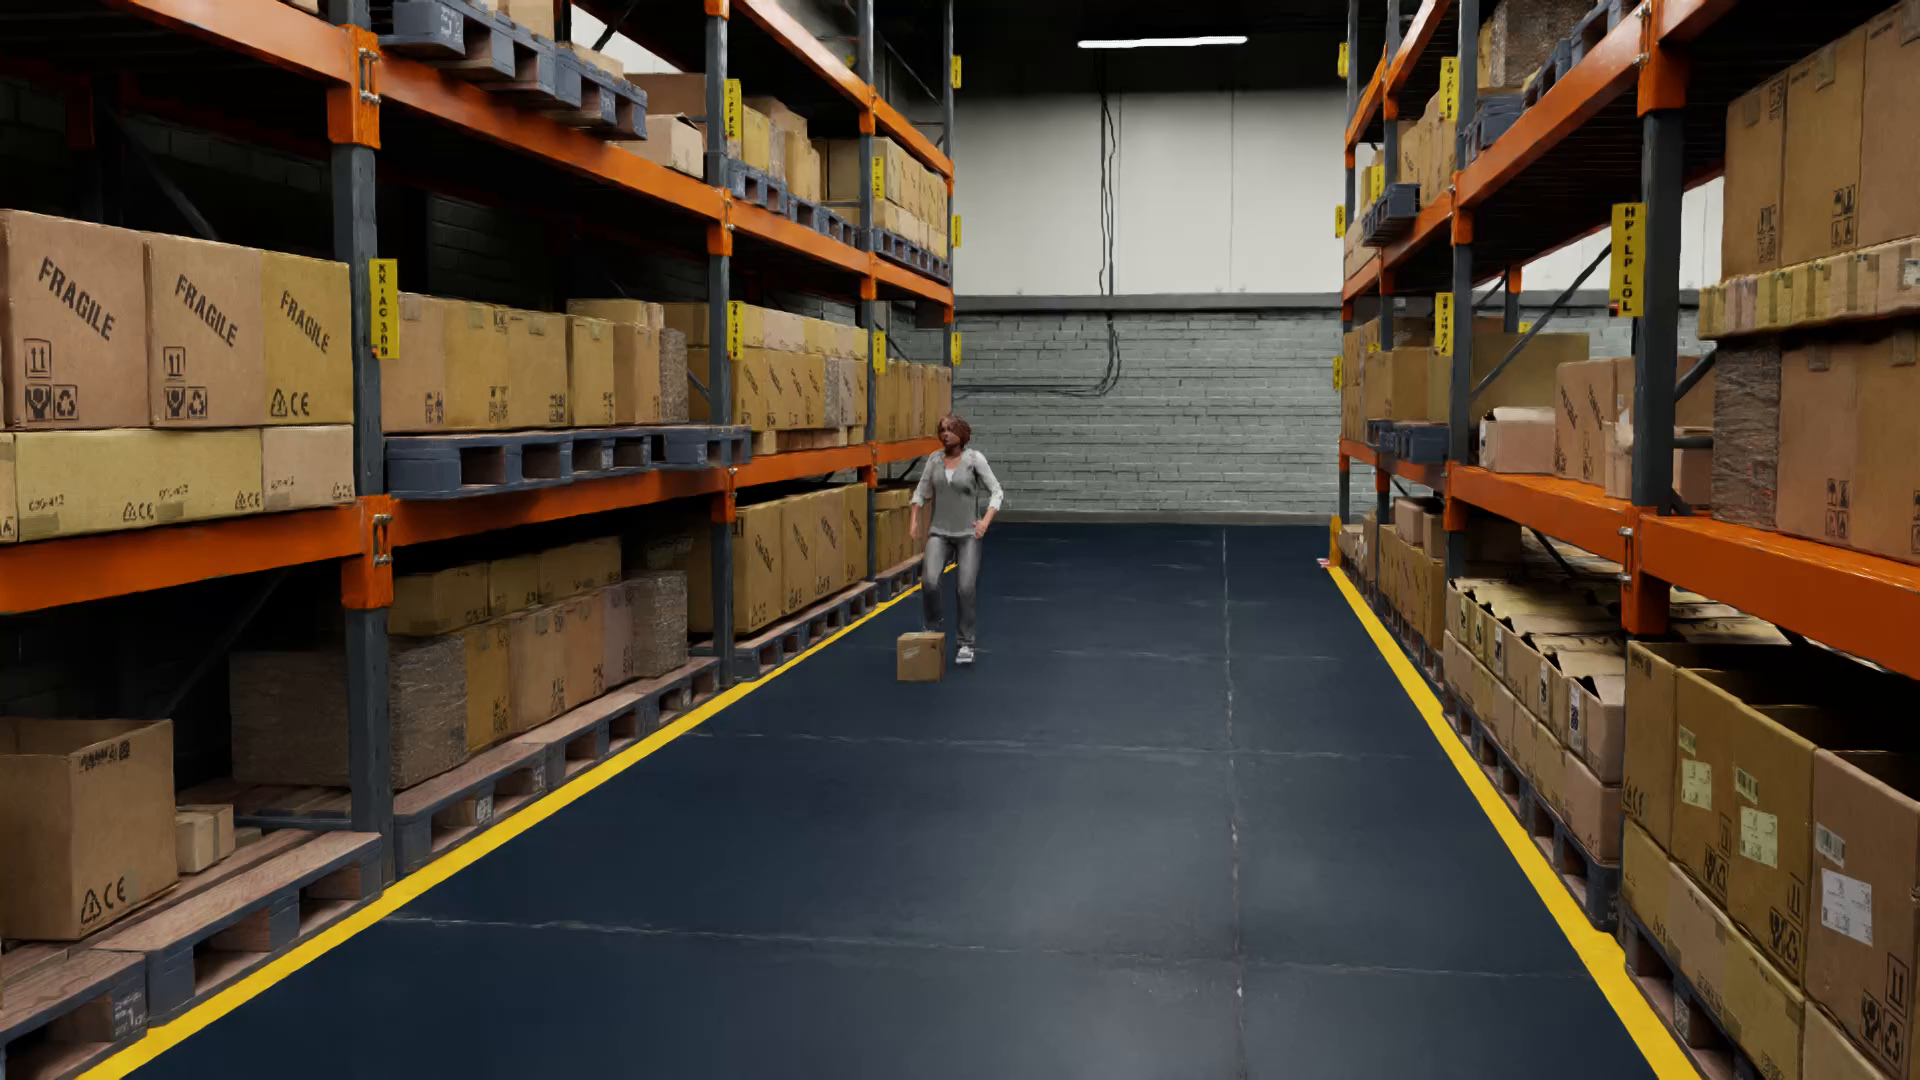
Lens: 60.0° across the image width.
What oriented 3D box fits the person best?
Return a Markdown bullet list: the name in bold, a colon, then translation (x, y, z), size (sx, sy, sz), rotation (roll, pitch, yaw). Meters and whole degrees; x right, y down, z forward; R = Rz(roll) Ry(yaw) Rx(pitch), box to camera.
- **person**: translation (-0.029, -0.011, 10.359), size (0.600, 1.559, 0.435), rotation (1, 5, 8)
